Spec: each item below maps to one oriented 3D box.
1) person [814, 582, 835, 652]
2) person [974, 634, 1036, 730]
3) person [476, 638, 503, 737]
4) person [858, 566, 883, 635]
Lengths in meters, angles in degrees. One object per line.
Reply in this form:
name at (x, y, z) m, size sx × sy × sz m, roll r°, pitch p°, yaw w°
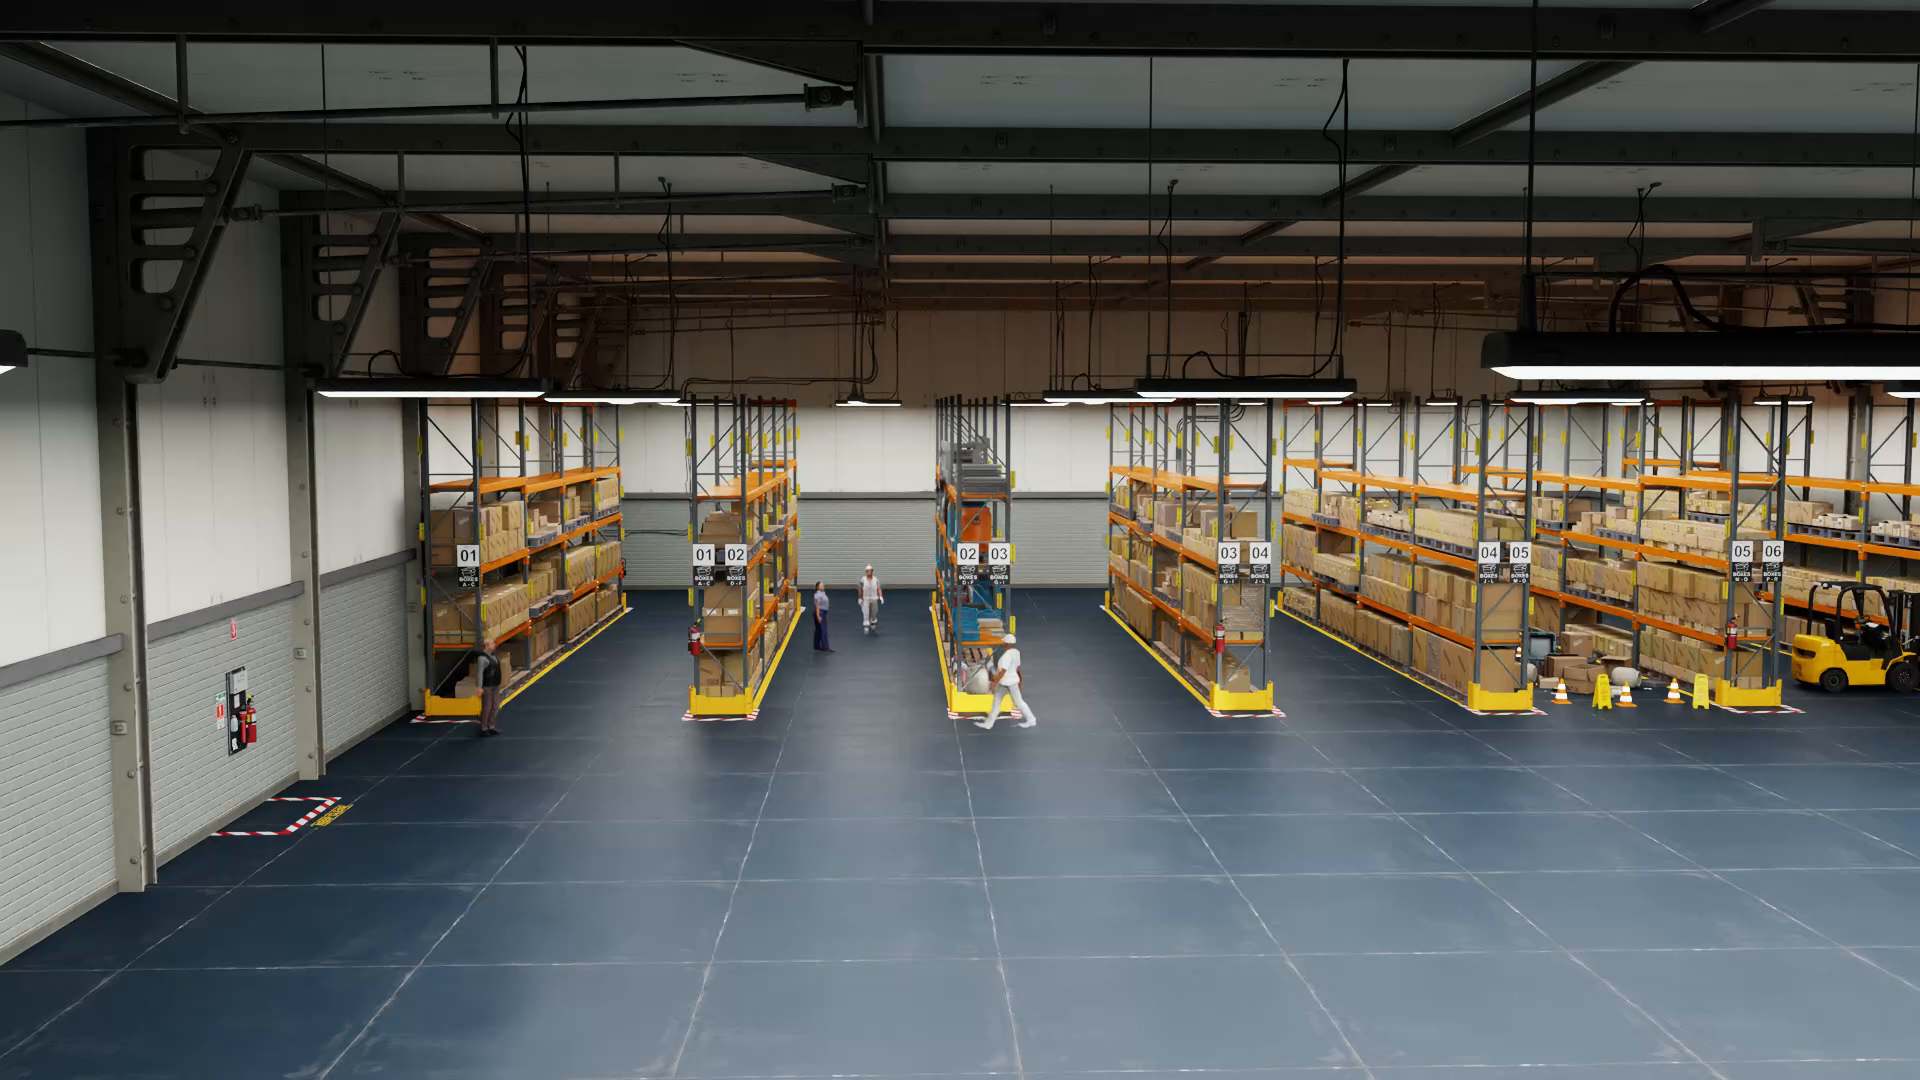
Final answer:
person at (-3.201, 1.804, 39.256) m, size 0.537 × 1.640 × 0.516 m, roll 0°, pitch 4°, yaw 0°
person at (0.824, 2.530, 29.603) m, size 1.067 × 1.718 × 0.503 m, roll -2°, pitch 5°, yaw -23°
person at (-8.250, 2.574, 29.133) m, size 0.371 × 1.726 × 0.637 m, roll 1°, pitch 5°, yaw 15°
person at (-2.263, 1.523, 42.154) m, size 0.646 × 1.735 × 1.061 m, roll 0°, pitch 4°, yaw -1°
